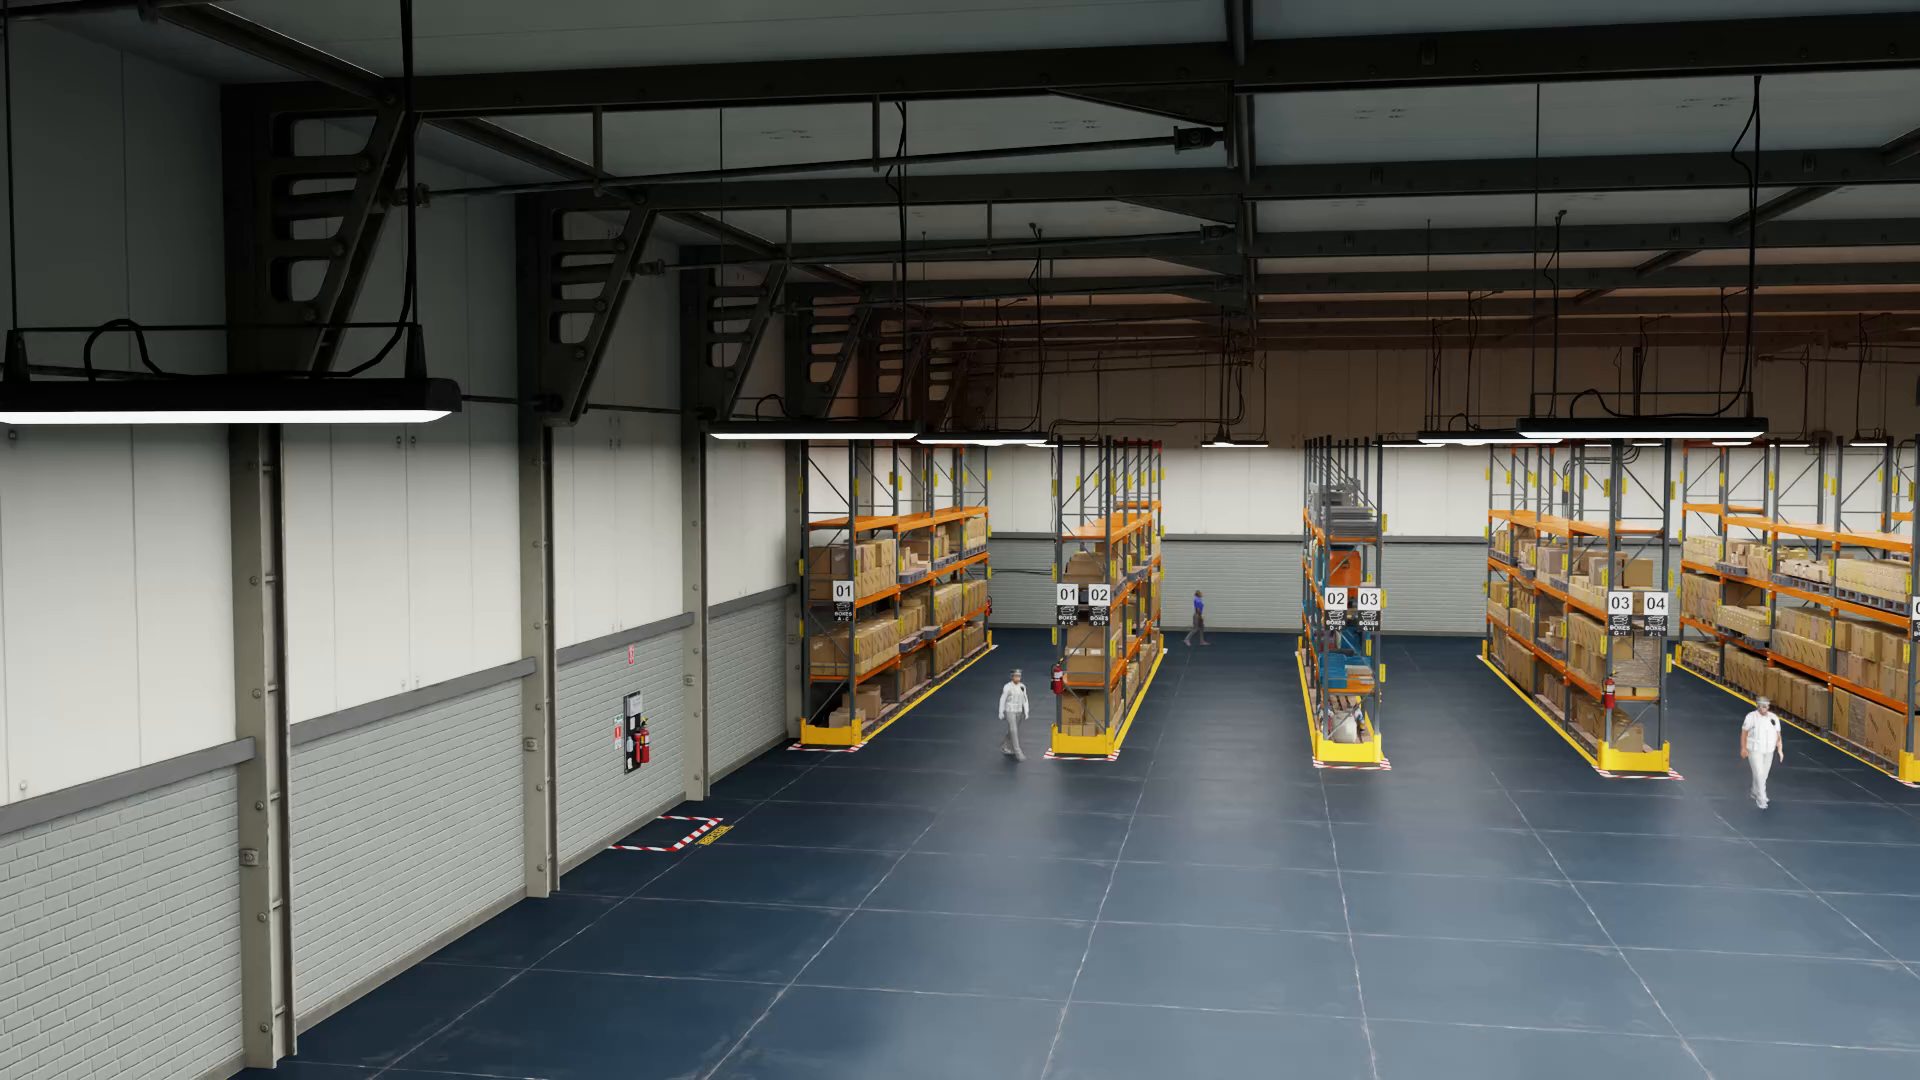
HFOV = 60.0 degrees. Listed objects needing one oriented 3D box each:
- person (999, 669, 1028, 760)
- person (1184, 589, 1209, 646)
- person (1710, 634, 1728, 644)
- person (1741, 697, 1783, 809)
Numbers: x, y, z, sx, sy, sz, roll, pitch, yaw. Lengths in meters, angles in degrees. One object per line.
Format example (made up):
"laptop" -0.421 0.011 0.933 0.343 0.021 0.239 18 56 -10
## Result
"person" 1.042 3.208 30.960 0.487 1.632 0.904 -3 4 -40
"person" 6.905 2.266 48.585 0.712 1.645 0.522 1 3 12
"person" 21.058 2.445 46.116 0.686 1.627 0.441 -1 3 -22
"person" 12.931 3.429 26.813 0.559 1.820 0.701 0 3 -5
